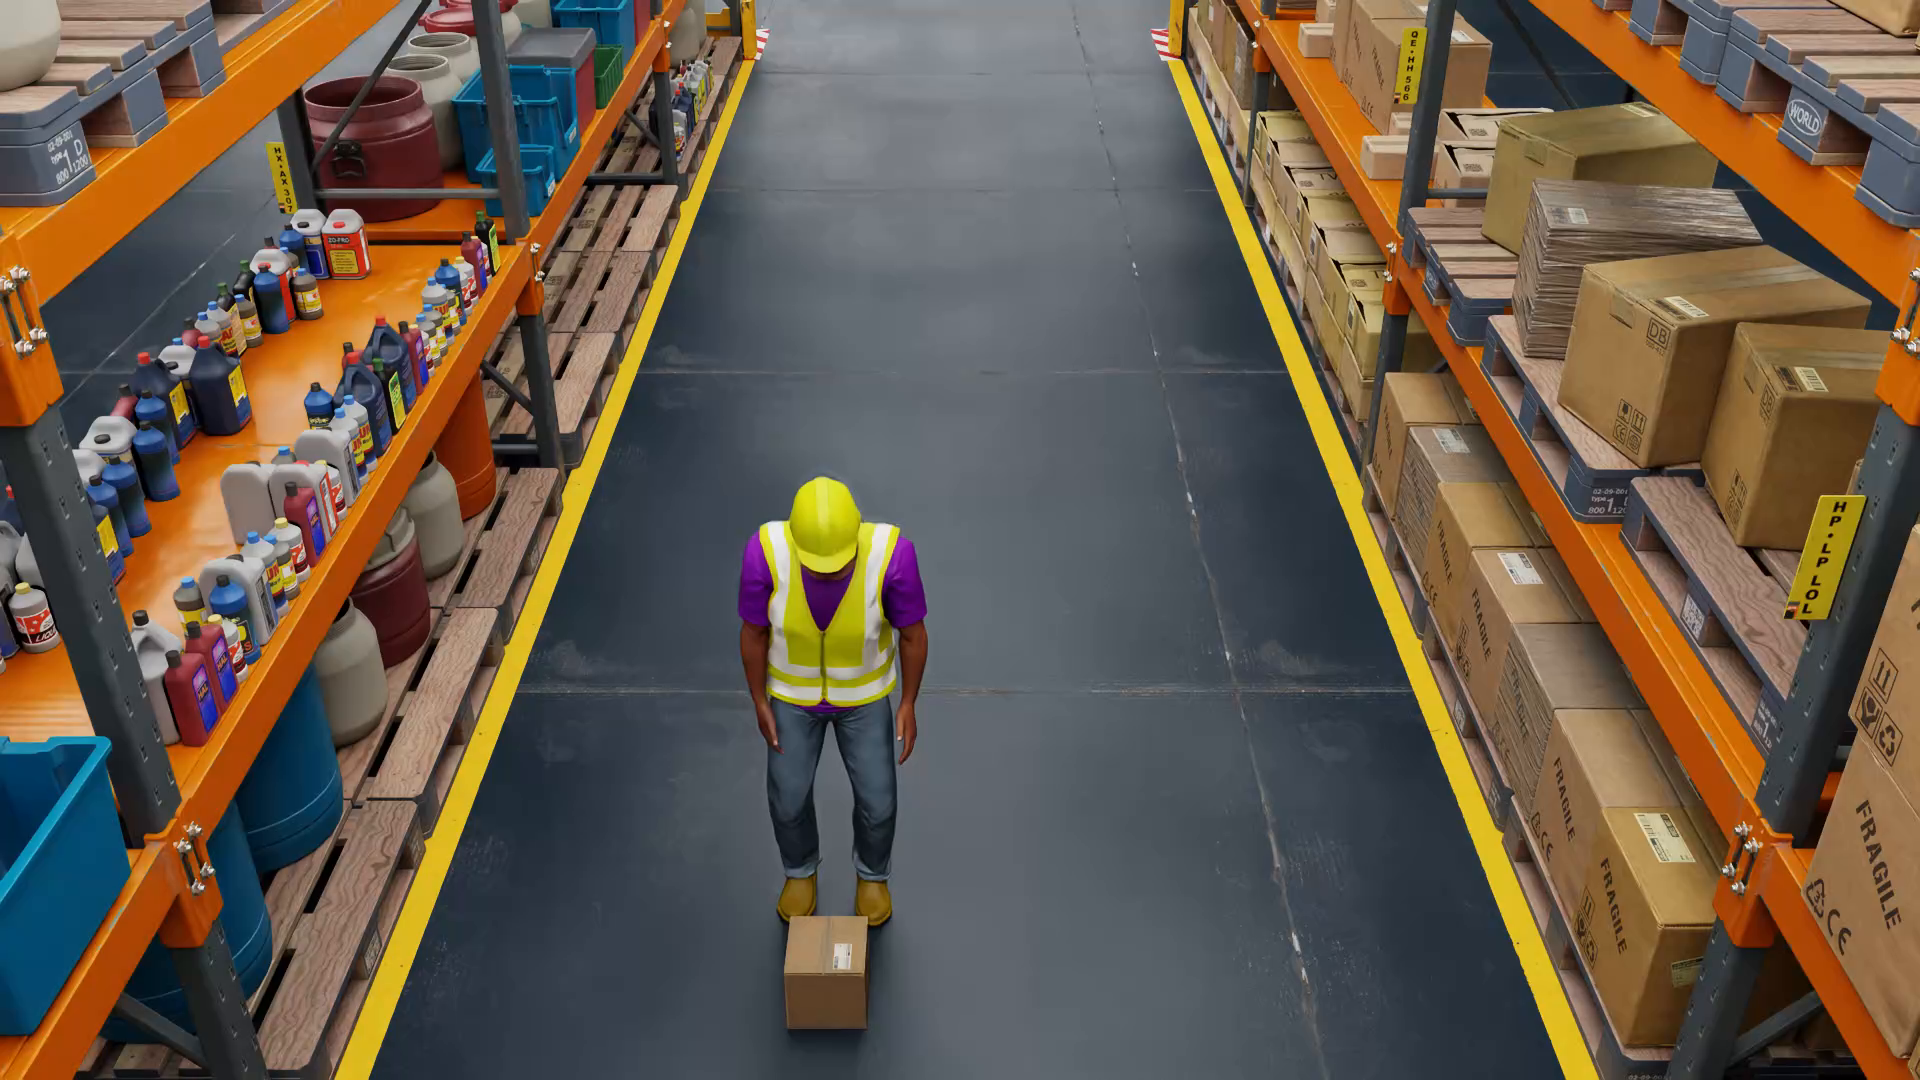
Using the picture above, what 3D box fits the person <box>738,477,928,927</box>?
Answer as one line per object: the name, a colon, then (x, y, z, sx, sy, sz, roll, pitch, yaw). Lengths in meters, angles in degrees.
person: (-0.398, 0.511, 5.331, 0.595, 1.707, 0.472, 1, 31, 1)
